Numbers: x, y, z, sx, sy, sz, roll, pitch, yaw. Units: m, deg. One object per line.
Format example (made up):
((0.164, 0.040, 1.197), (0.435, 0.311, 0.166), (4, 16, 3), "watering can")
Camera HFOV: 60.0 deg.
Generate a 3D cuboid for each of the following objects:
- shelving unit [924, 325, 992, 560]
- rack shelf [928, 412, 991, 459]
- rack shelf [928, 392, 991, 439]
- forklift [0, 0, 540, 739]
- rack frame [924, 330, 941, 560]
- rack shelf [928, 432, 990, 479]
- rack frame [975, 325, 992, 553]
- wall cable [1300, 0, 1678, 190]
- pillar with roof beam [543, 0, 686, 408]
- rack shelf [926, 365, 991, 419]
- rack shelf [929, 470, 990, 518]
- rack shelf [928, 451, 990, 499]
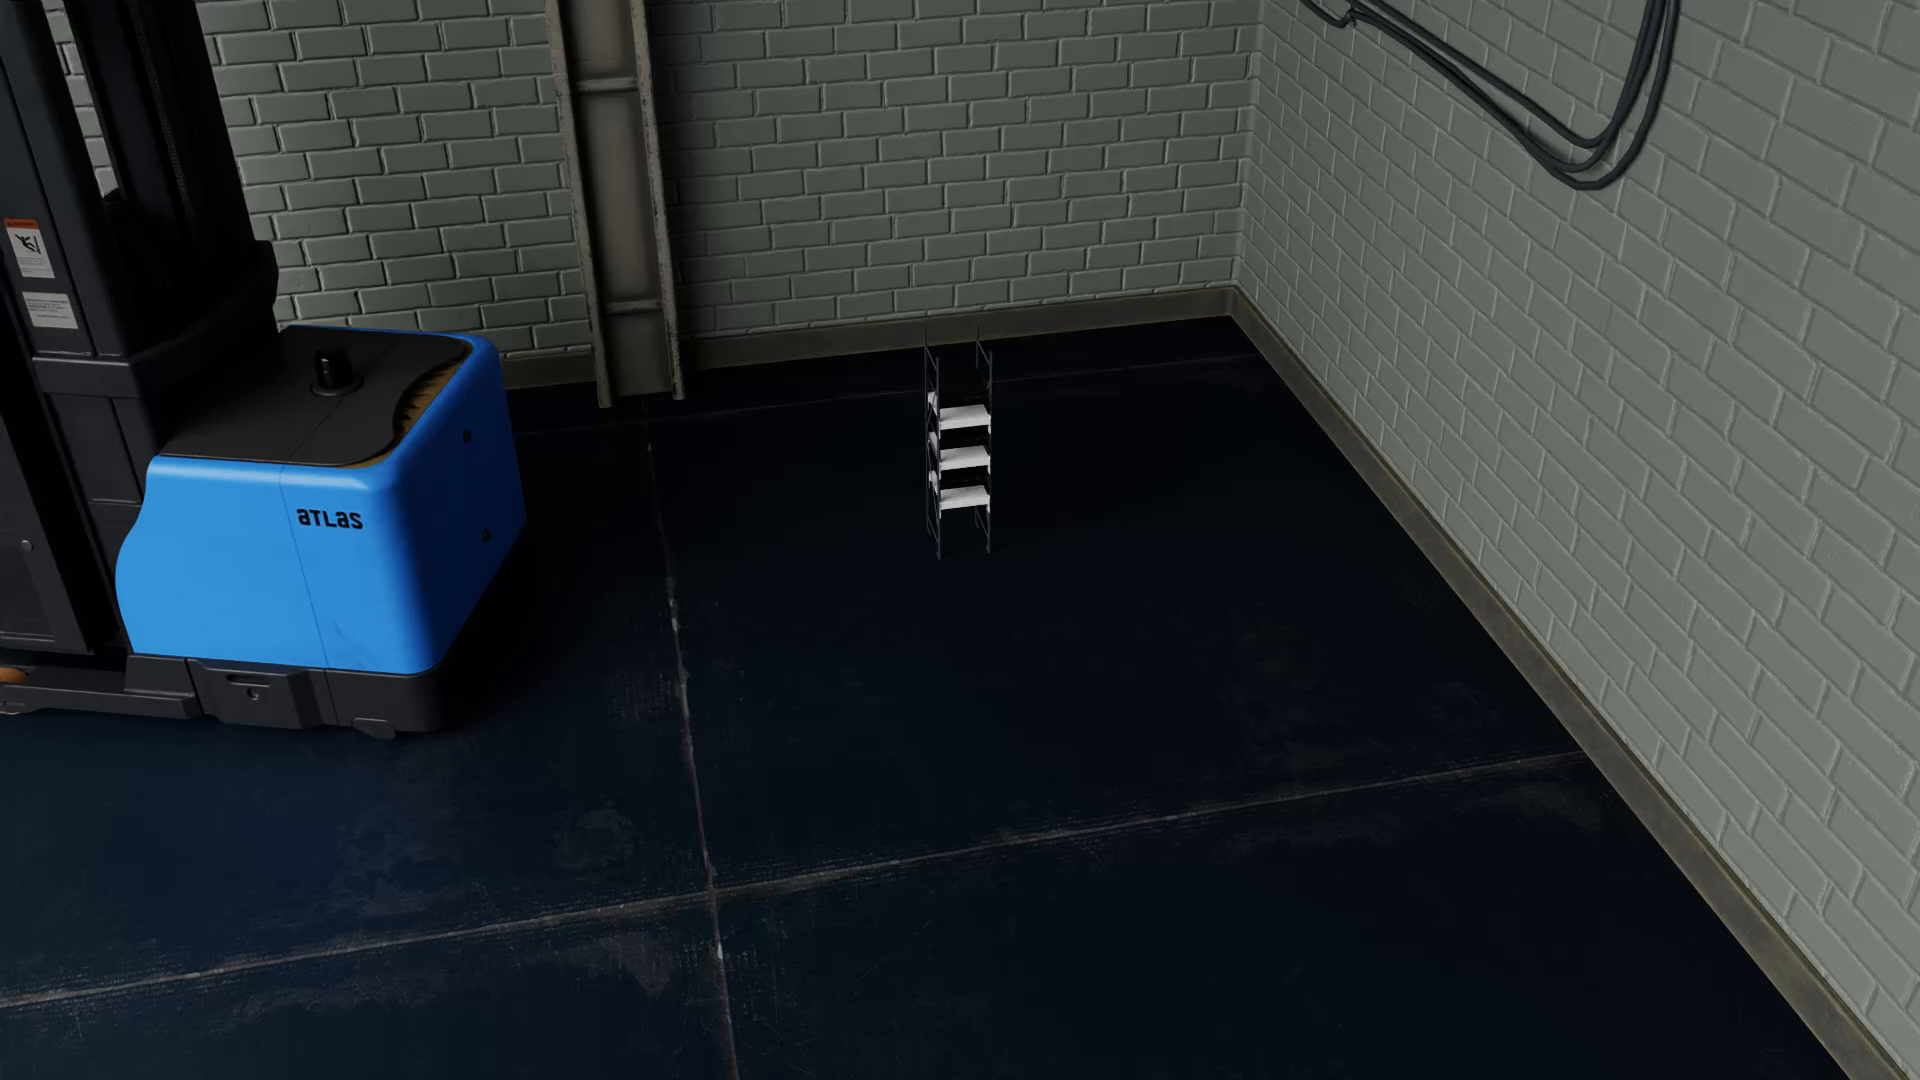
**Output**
((-0.008, -0.373, 6.498), (0.210, 0.900, 0.258), (-7, 35, -11), "shelving unit")
((-0.008, -0.420, 6.466), (0.200, 0.077, 0.258), (-7, 35, -11), "rack shelf")
((-0.008, -0.494, 6.416), (0.200, 0.077, 0.258), (-7, 35, -11), "rack shelf")
((-3.179, -0.891, 5.448), (3.031, 2.935, 1.130), (4, 34, 6), "forklift")
((-0.107, -0.360, 6.479), (0.006, 0.900, 0.240), (-7, 35, -11), "rack frame")
((-0.008, -0.345, 6.516), (0.200, 0.077, 0.258), (-7, 35, -11), "rack shelf")
((0.091, -0.385, 6.516), (0.006, 0.900, 0.240), (-7, 35, -11), "rack frame")
((1.666, -2.807, 5.643), (0.112, 2.526, 3.097), (-7, 35, -11), "wall cable")
((-0.550, -2.113, 1.823), (0.400, 9.000, 9.100), (-7, 35, -11), "pillar with roof beam")
((-0.008, -0.569, 6.366), (0.200, 0.077, 0.258), (-7, 35, -11), "rack shelf")
((-0.008, -0.196, 6.617), (0.200, 0.077, 0.258), (-7, 35, -11), "rack shelf")
((-0.008, -0.270, 6.566), (0.200, 0.077, 0.258), (-7, 35, -11), "rack shelf")
